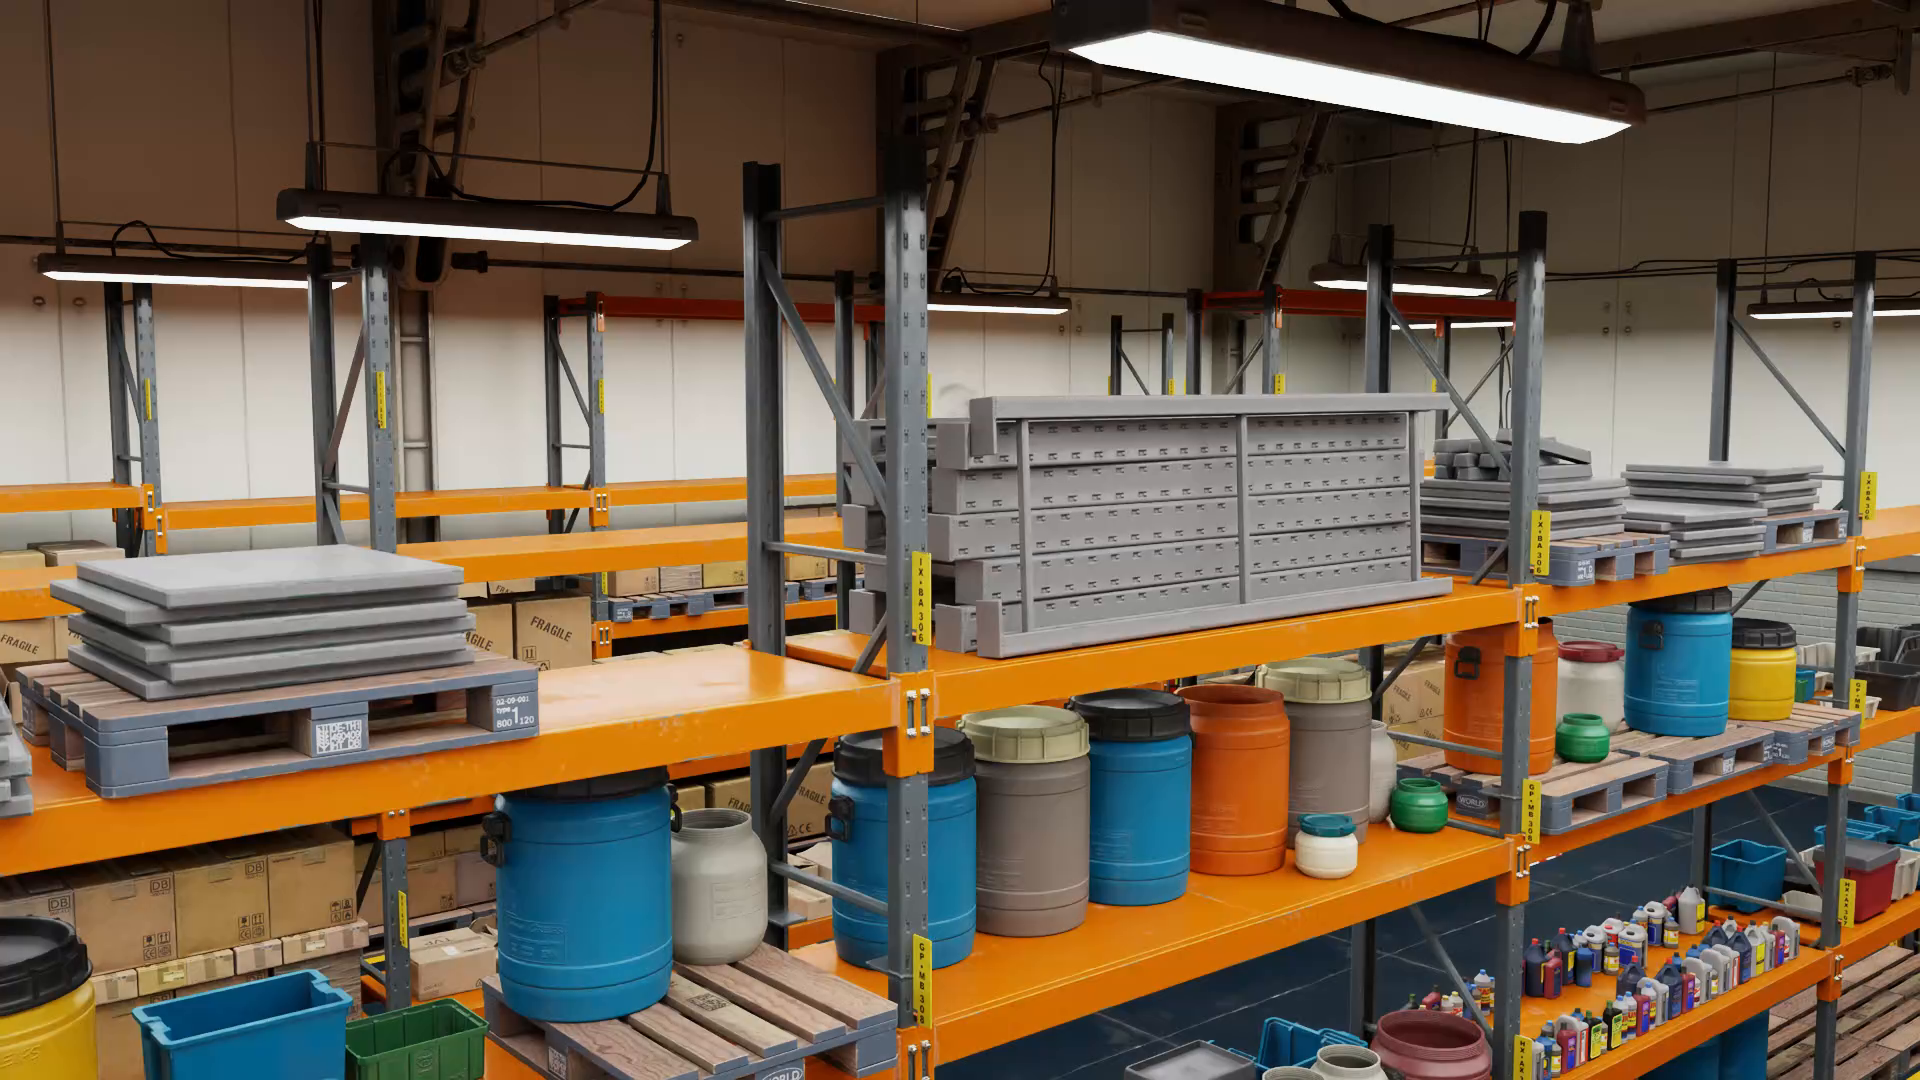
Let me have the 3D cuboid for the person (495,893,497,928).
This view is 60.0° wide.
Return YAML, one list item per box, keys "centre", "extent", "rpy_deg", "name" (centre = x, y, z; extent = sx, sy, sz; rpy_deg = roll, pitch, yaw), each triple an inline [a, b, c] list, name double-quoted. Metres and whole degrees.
- centre: [-3.344, 3.084, 12.824]
  extent: [1.099, 1.757, 0.670]
  rpy_deg: [-4, 7, -37]
  name: "person"
